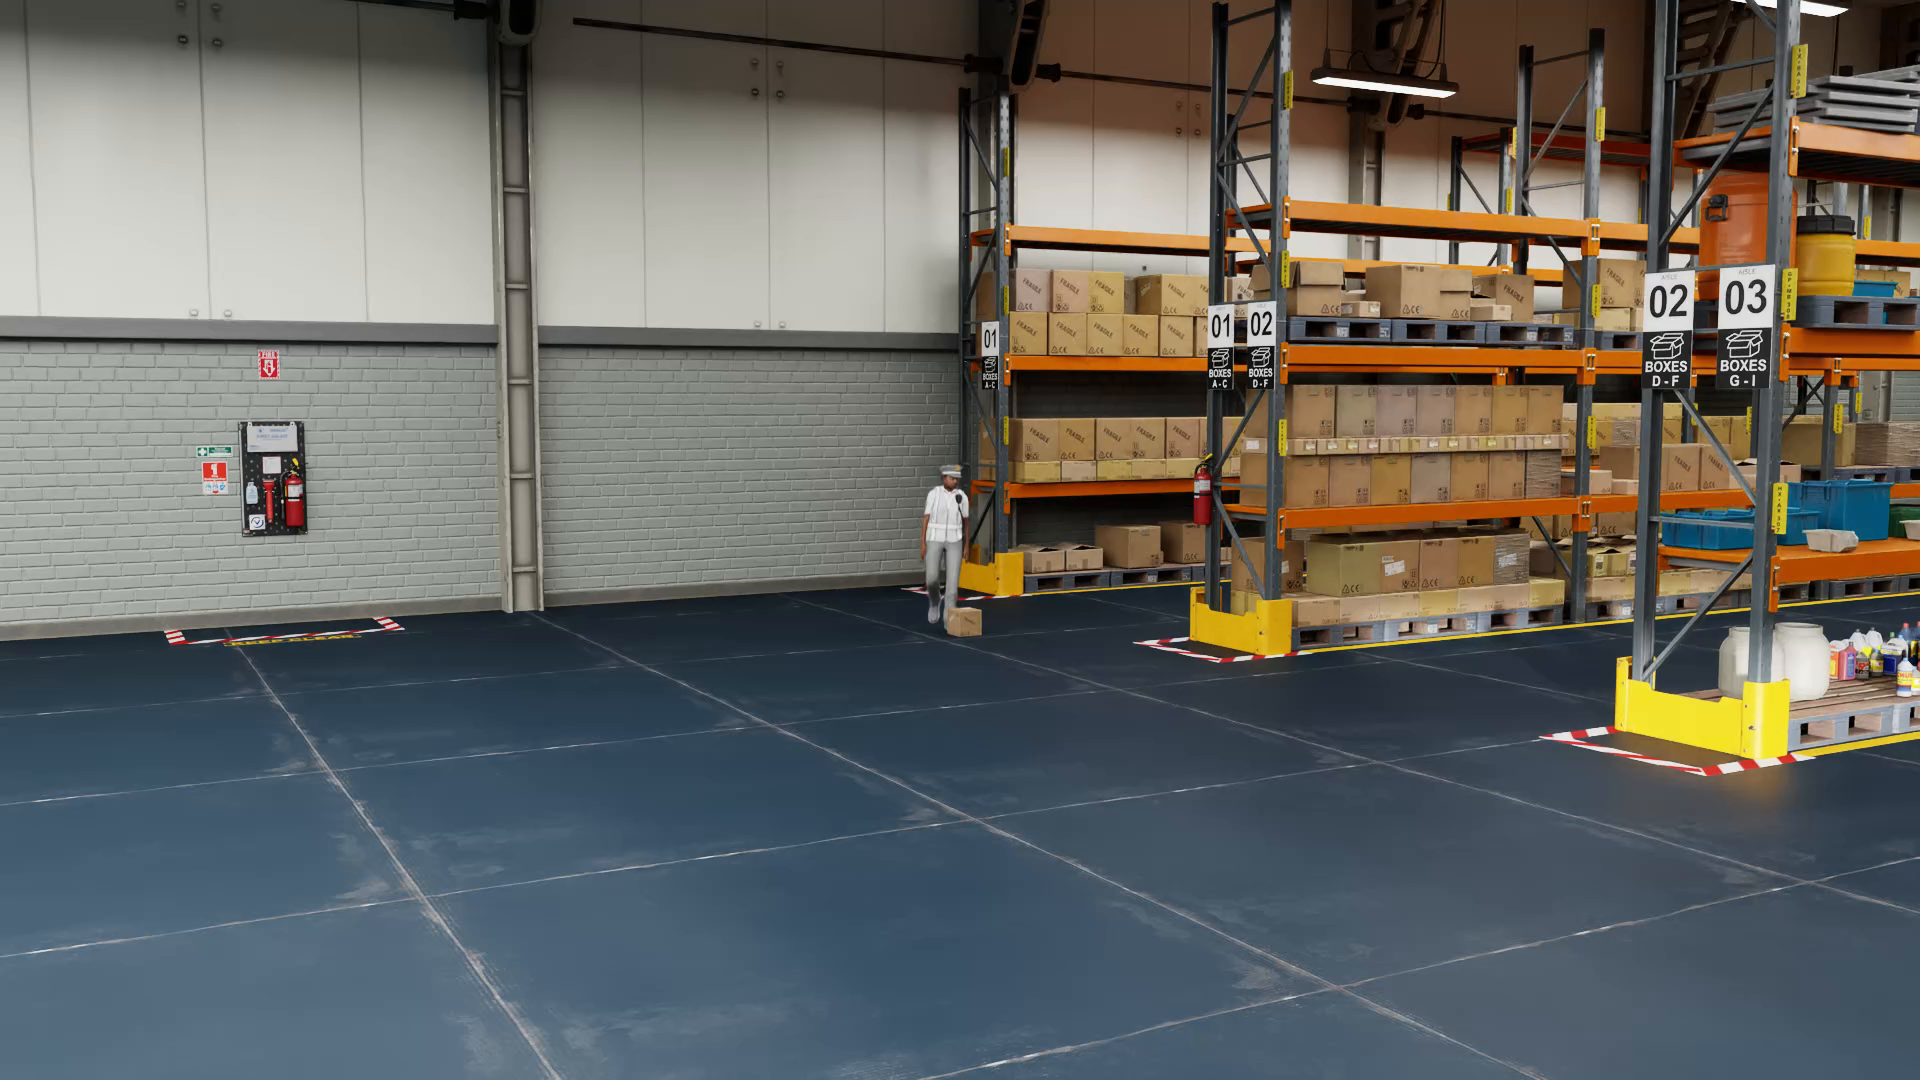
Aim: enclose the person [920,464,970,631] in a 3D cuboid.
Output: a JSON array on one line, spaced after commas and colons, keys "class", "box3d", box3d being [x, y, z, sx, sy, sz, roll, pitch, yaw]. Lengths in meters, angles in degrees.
[{"class": "person", "box3d": [-0.140, 0.065, 16.695, 0.519, 1.648, 0.623, -1, 5, -9]}]
